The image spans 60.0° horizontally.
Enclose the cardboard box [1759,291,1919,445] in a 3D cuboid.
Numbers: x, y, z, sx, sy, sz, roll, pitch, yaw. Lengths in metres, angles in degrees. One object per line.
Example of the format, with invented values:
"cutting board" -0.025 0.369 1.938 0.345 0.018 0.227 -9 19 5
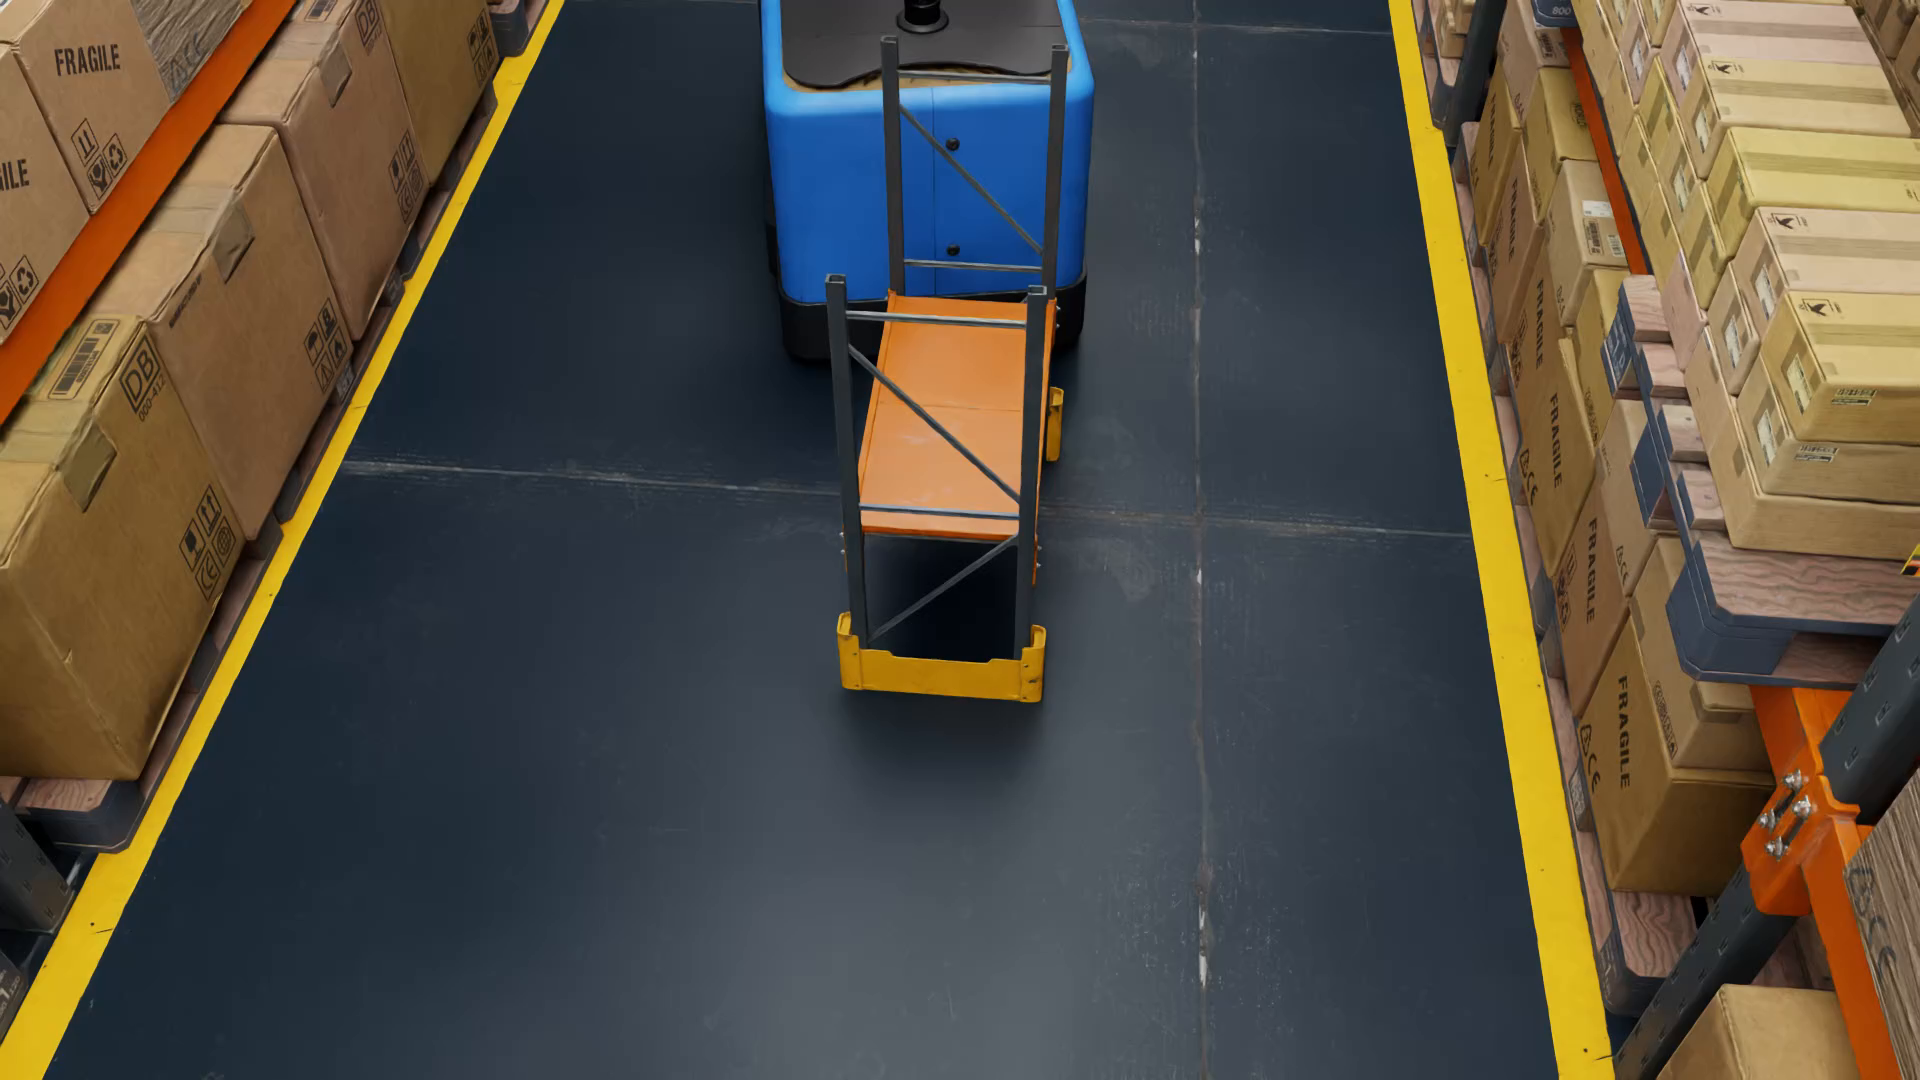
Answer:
"cardboard box" 1.681 -0.307 2.980 0.380 0.149 0.250 2 48 2

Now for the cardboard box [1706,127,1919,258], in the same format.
"cardboard box" 1.730 -0.683 3.325 0.380 0.149 0.250 5 48 5

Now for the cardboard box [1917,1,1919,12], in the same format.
"cardboard box" 2.446 -1.208 3.805 0.380 0.149 0.250 5 48 5

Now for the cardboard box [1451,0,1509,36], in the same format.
"cardboard box" 2.170 -2.130 6.611 0.380 0.149 0.250 5 48 4

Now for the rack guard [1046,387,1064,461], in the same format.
"rack guard" 0.038 -0.394 5.441 0.587 0.250 0.087 4 48 4

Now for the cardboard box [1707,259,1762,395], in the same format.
"cardboard box" 1.707 -0.405 3.272 0.380 0.149 0.250 5 48 5

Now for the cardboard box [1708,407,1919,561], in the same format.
"cardboard box" 1.680 -0.108 3.202 0.380 0.149 0.250 5 48 4

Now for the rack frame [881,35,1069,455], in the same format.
"rack frame" 0.039 -0.817 4.981 0.500 1.500 0.032 4 48 4

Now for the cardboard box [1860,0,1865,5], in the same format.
"cardboard box" 2.501 -1.480 4.255 0.380 0.149 0.250 4 48 4

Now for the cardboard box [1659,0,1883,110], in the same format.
"cardboard box" 1.779 -1.057 3.666 0.380 0.149 0.250 4 48 4

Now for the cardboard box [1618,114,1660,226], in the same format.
"cardboard box" 1.777 -0.860 3.890 0.380 0.149 0.250 2 48 2

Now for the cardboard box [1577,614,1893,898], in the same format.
"cardboard box" 1.893 0.543 4.130 0.500 0.500 0.500 4 48 3

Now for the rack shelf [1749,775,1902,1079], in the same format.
"rack shelf" 1.911 2.055 1.826 1.077 0.370 4.000 4 48 4

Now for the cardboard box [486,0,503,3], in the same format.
"cardboard box" -2.333 -2.909 7.033 0.875 0.875 0.875 4 48 4

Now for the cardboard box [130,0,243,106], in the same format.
"cardboard box" -2.386 -1.561 4.578 0.500 0.500 0.500 4 48 4

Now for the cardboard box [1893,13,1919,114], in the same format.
"cardboard box" 2.453 -1.103 3.910 0.380 0.149 0.250 3 48 3

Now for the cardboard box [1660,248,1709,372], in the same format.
"cardboard box" 1.728 -0.480 3.542 0.380 0.149 0.250 5 48 4

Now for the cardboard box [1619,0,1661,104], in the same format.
"cardboard box" 1.800 -1.157 3.959 0.380 0.149 0.250 5 48 5

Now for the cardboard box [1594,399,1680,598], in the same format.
"cardboard box" 1.929 -0.101 4.211 0.500 0.250 0.500 4 48 4

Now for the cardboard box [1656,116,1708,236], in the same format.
"cardboard box" 1.752 -0.782 3.617 0.380 0.149 0.250 4 48 4

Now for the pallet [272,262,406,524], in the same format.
"pallet" -2.576 -0.593 5.649 1.003 0.211 1.213 4 48 4

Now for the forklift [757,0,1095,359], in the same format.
"forklift" -0.227 -2.704 5.737 1.130 2.935 3.031 -4 48 -4

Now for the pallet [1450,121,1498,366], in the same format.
"pallet" 2.388 -1.084 6.098 1.003 0.211 1.213 4 48 4

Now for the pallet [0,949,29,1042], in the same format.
"pallet" -2.910 1.450 3.781 1.003 0.211 1.213 4 48 4

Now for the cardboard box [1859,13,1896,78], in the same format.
"cardboard box" 2.479 -1.196 4.196 0.380 0.149 0.250 2 48 2

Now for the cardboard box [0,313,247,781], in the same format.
"cardboard box" -2.754 0.004 4.369 1.225 0.875 0.875 2 48 2

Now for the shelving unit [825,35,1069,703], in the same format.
"shelving unit" -0.007 -0.450 4.645 0.587 1.500 1.083 4 48 4

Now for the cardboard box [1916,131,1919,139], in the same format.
"cardboard box" 2.428 -0.820 3.853 0.380 0.149 0.250 5 48 5

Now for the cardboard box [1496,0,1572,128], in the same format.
"cardboard box" 2.127 -1.623 5.603 0.500 0.250 0.500 2 48 2

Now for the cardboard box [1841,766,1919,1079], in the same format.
"cardboard box" 1.783 0.620 2.582 0.500 0.500 0.500 4 48 4

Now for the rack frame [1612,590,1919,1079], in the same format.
"rack frame" 2.093 0.342 2.904 1.000 3.000 0.127 4 48 4

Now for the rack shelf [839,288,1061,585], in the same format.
"rack shelf" -0.008 -0.322 4.772 0.538 0.185 1.000 4 48 4

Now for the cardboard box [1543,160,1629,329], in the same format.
"cardboard box" 2.030 -0.857 4.902 0.500 0.250 0.500 6 48 5

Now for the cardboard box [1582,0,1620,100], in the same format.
"cardboard box" 1.824 -1.251 4.247 0.380 0.149 0.250 2 48 2

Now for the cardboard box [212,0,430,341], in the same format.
"cardboard box" -2.592 -1.301 5.563 1.225 0.875 0.875 2 48 2

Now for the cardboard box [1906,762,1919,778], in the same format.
"cardboard box" 2.397 0.301 3.844 0.500 0.250 0.500 2 48 2

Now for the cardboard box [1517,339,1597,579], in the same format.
"cardboard box" 1.976 -0.228 4.835 0.500 0.500 0.500 2 48 2

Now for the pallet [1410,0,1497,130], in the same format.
"pallet" 2.483 -2.152 7.075 1.003 0.211 1.213 4 48 4

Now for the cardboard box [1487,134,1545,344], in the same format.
"cardboard box" 2.080 -0.981 5.524 0.500 0.500 0.500 6 48 5

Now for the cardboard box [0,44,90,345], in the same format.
"cardboard box" -2.477 -0.817 3.897 0.500 0.500 0.500 3 48 2

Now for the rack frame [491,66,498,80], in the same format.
"rack frame" -2.473 -3.005 5.966 1.000 3.000 0.127 4 48 4

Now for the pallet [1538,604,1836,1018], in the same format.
"pallet" 2.166 0.709 4.458 1.003 0.211 1.213 4 48 4

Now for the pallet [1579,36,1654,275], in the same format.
"pallet" 2.233 -1.051 4.308 1.003 0.211 1.213 4 48 4
